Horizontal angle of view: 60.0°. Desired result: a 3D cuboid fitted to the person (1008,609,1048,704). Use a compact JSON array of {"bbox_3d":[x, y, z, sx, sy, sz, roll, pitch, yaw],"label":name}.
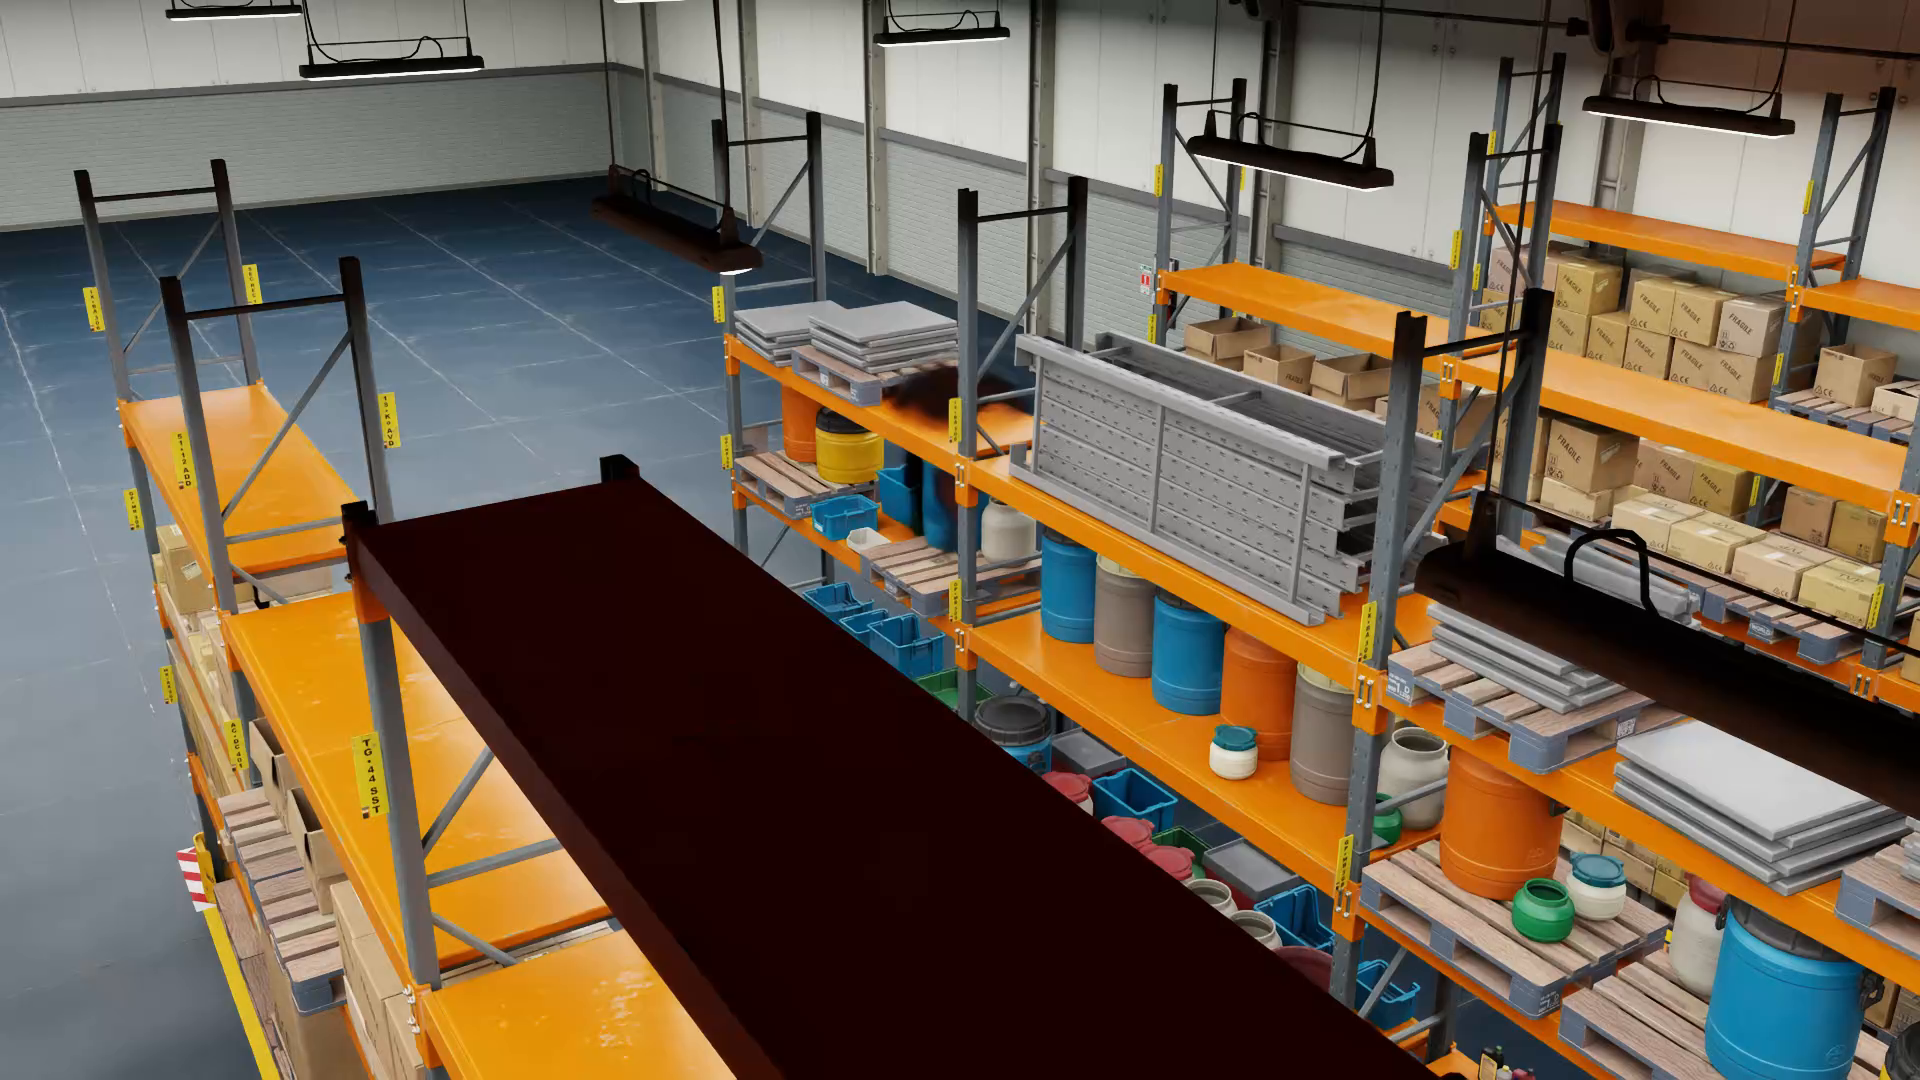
[{"bbox_3d":[0.888,0.786,17.079,0.669,1.772,0.671,-14,26,-32],"label":"person"}]
